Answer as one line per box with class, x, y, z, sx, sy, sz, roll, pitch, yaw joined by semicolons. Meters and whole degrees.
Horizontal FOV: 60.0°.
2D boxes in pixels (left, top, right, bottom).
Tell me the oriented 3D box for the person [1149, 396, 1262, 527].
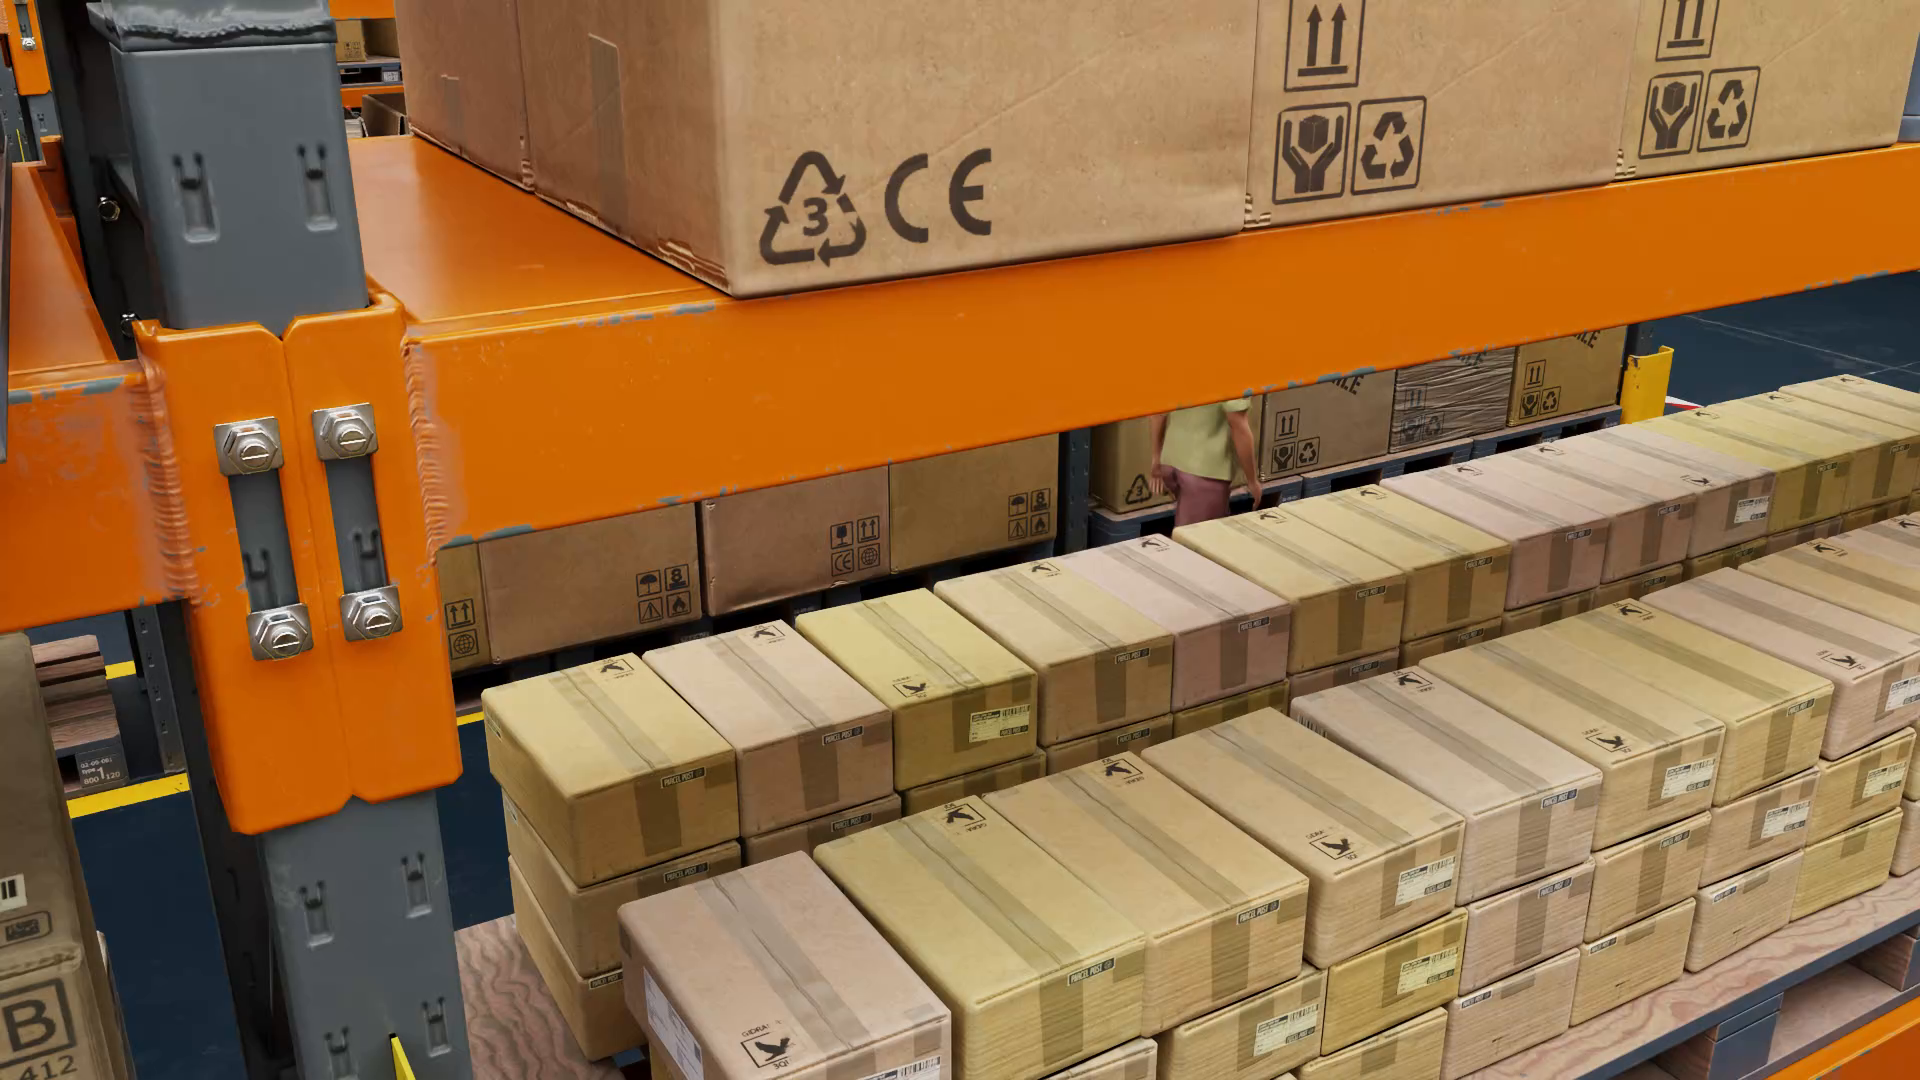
person;0.961;-0.232;6.708;0.537;1.722;0.466;-11;24;-26
